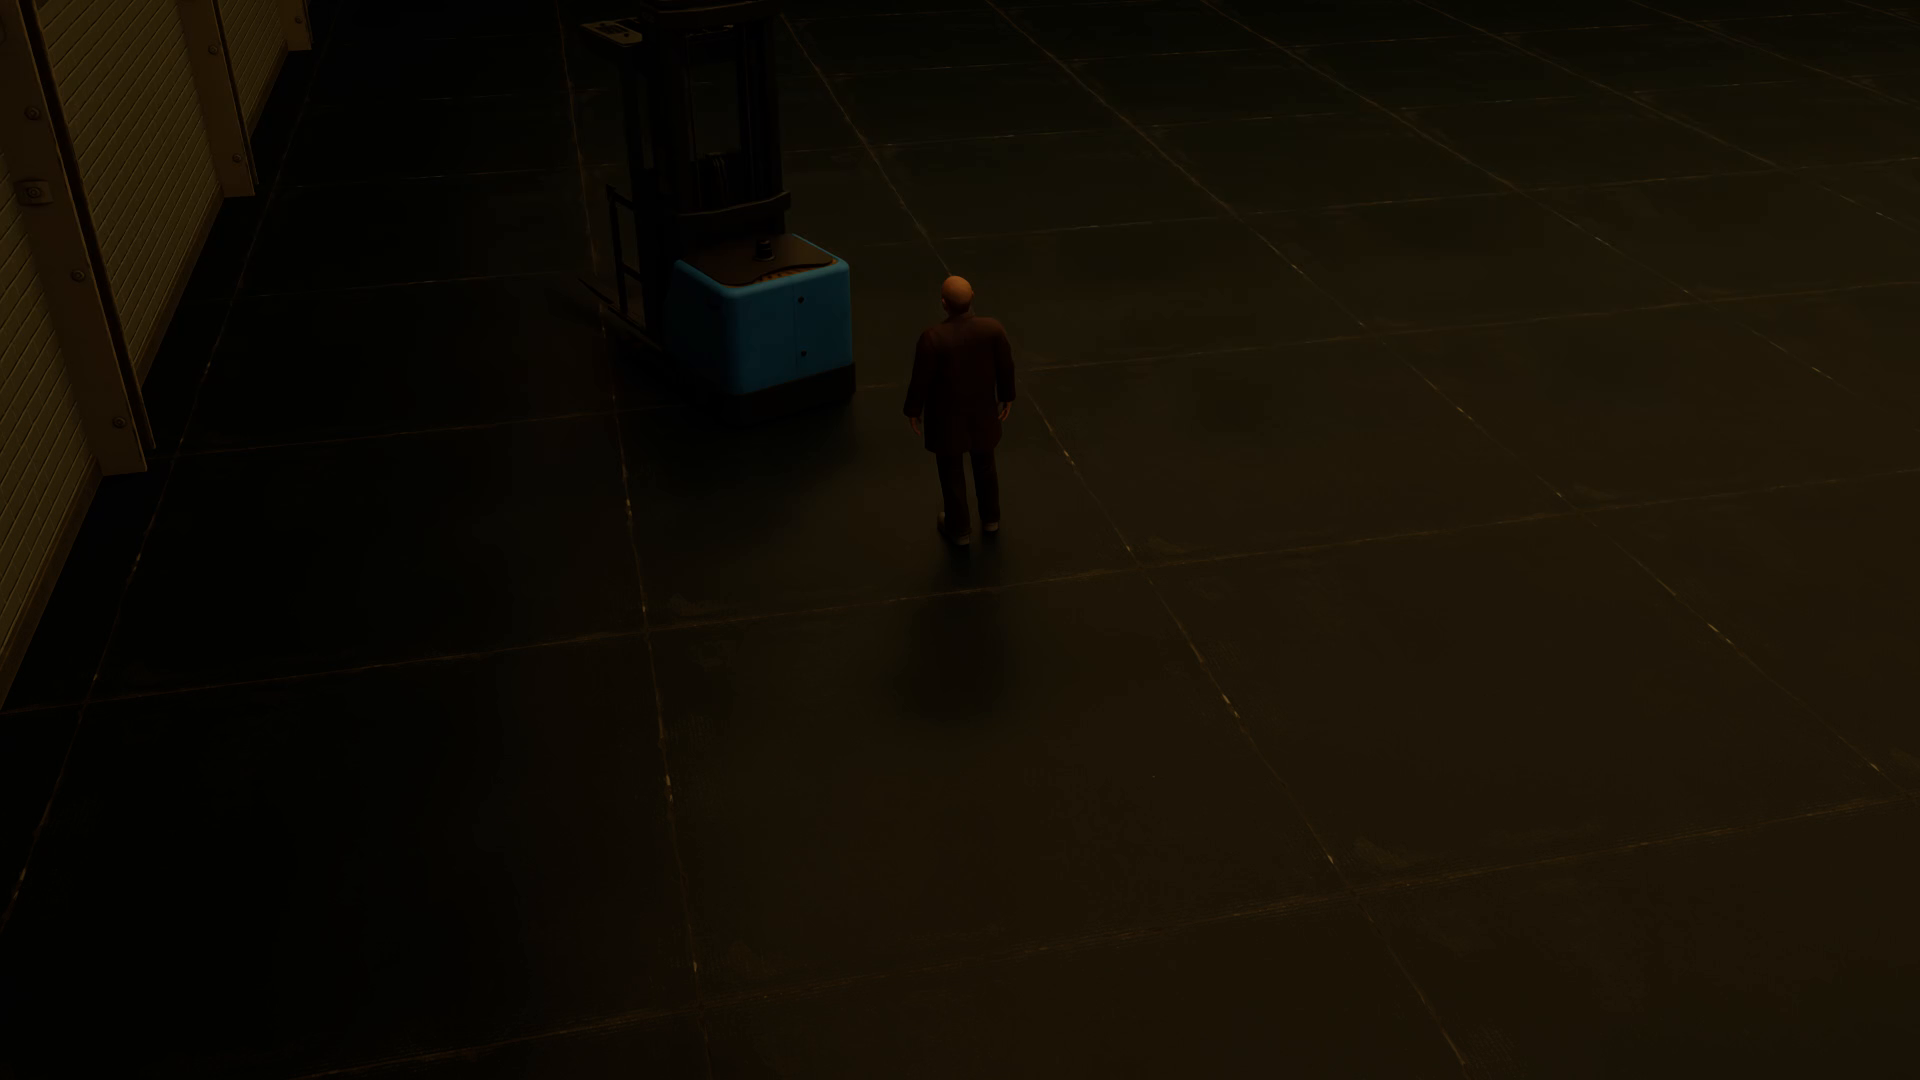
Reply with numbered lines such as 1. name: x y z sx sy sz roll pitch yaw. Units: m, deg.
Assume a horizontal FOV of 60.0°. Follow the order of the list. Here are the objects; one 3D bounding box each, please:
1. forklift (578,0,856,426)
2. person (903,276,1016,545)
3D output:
1. forklift: -2.033 -2.758 12.339 1.130 2.935 3.031 -20 35 -30
2. person: -0.018 -0.821 10.129 0.698 1.777 0.579 -7 31 -12
